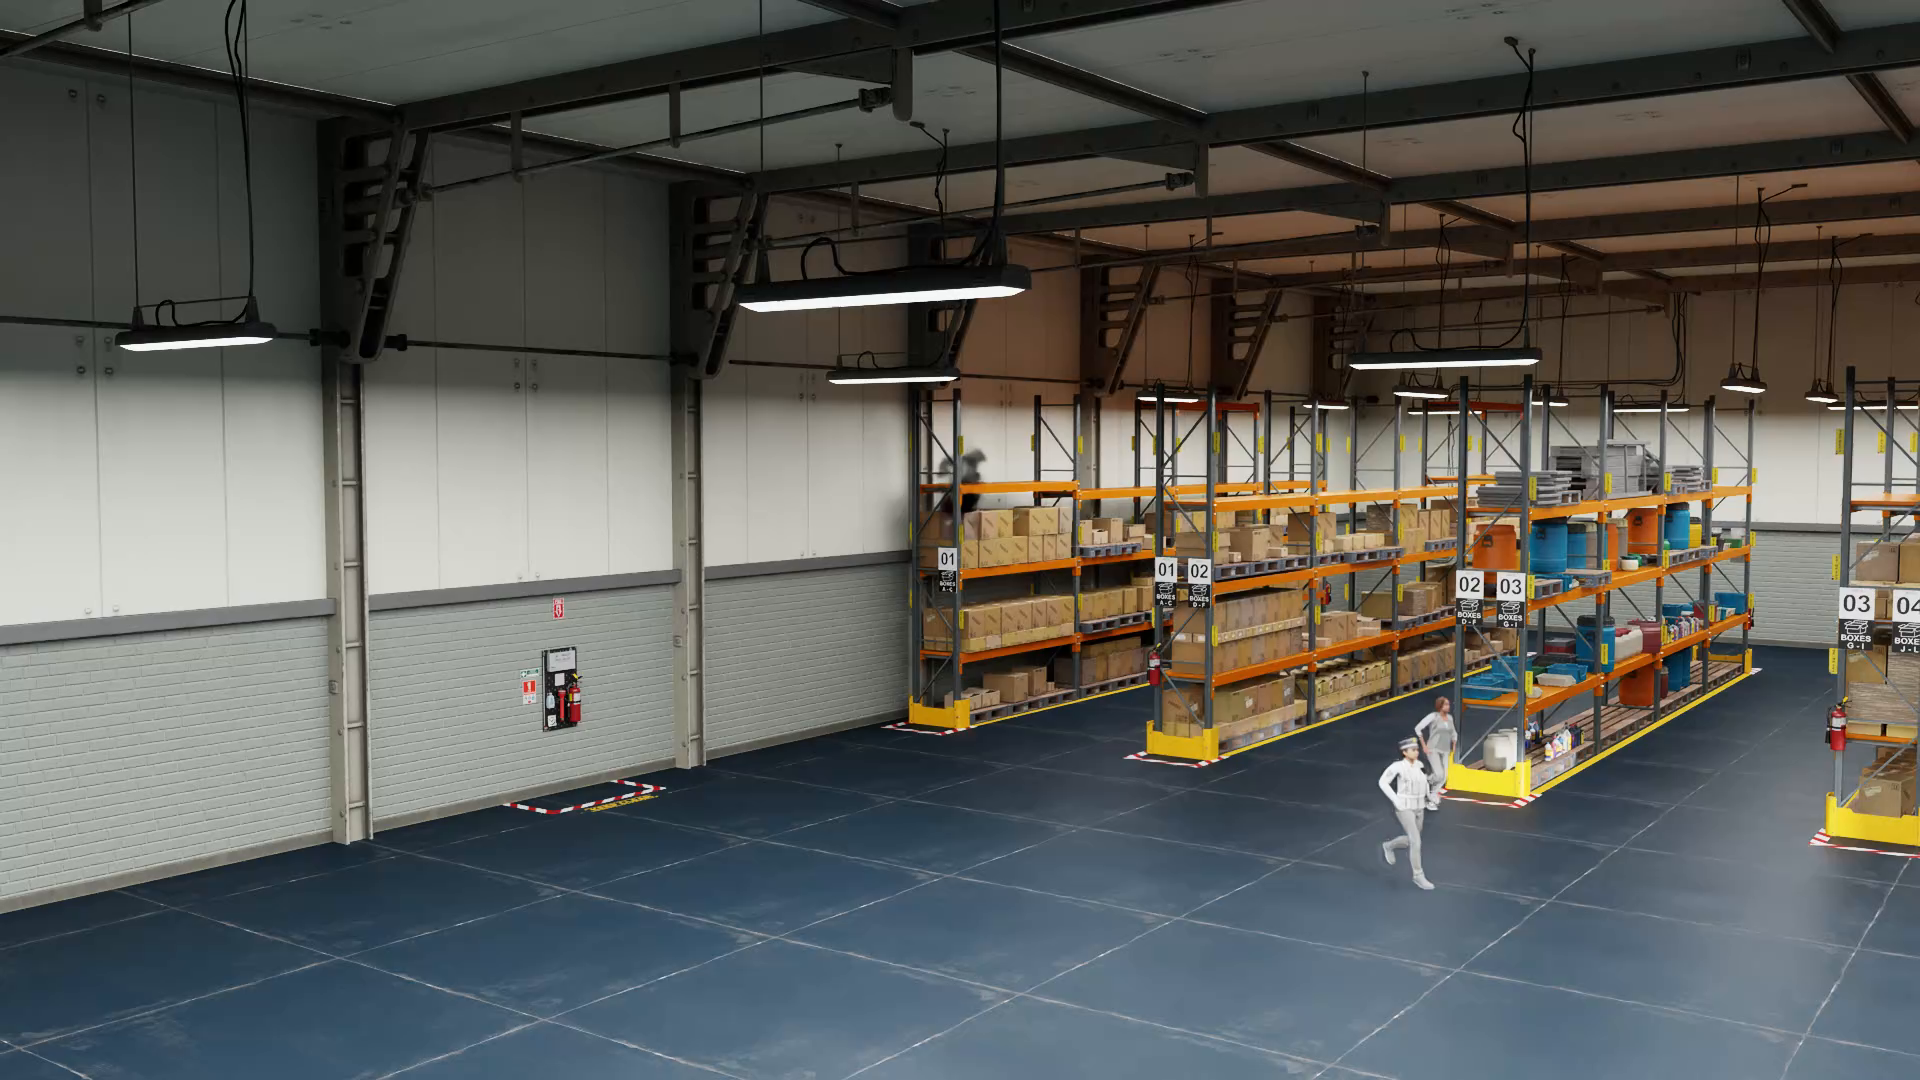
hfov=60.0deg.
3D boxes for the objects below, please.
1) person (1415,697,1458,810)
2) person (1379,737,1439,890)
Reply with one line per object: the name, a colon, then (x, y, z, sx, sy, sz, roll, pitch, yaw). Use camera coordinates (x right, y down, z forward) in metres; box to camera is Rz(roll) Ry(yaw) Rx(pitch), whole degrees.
person: (6.595, 2.931, 22.898, 0.592, 1.549, 0.489, -2, 4, -26)
person: (5.120, 3.090, 19.058, 0.618, 1.691, 0.843, -2, 4, -30)
